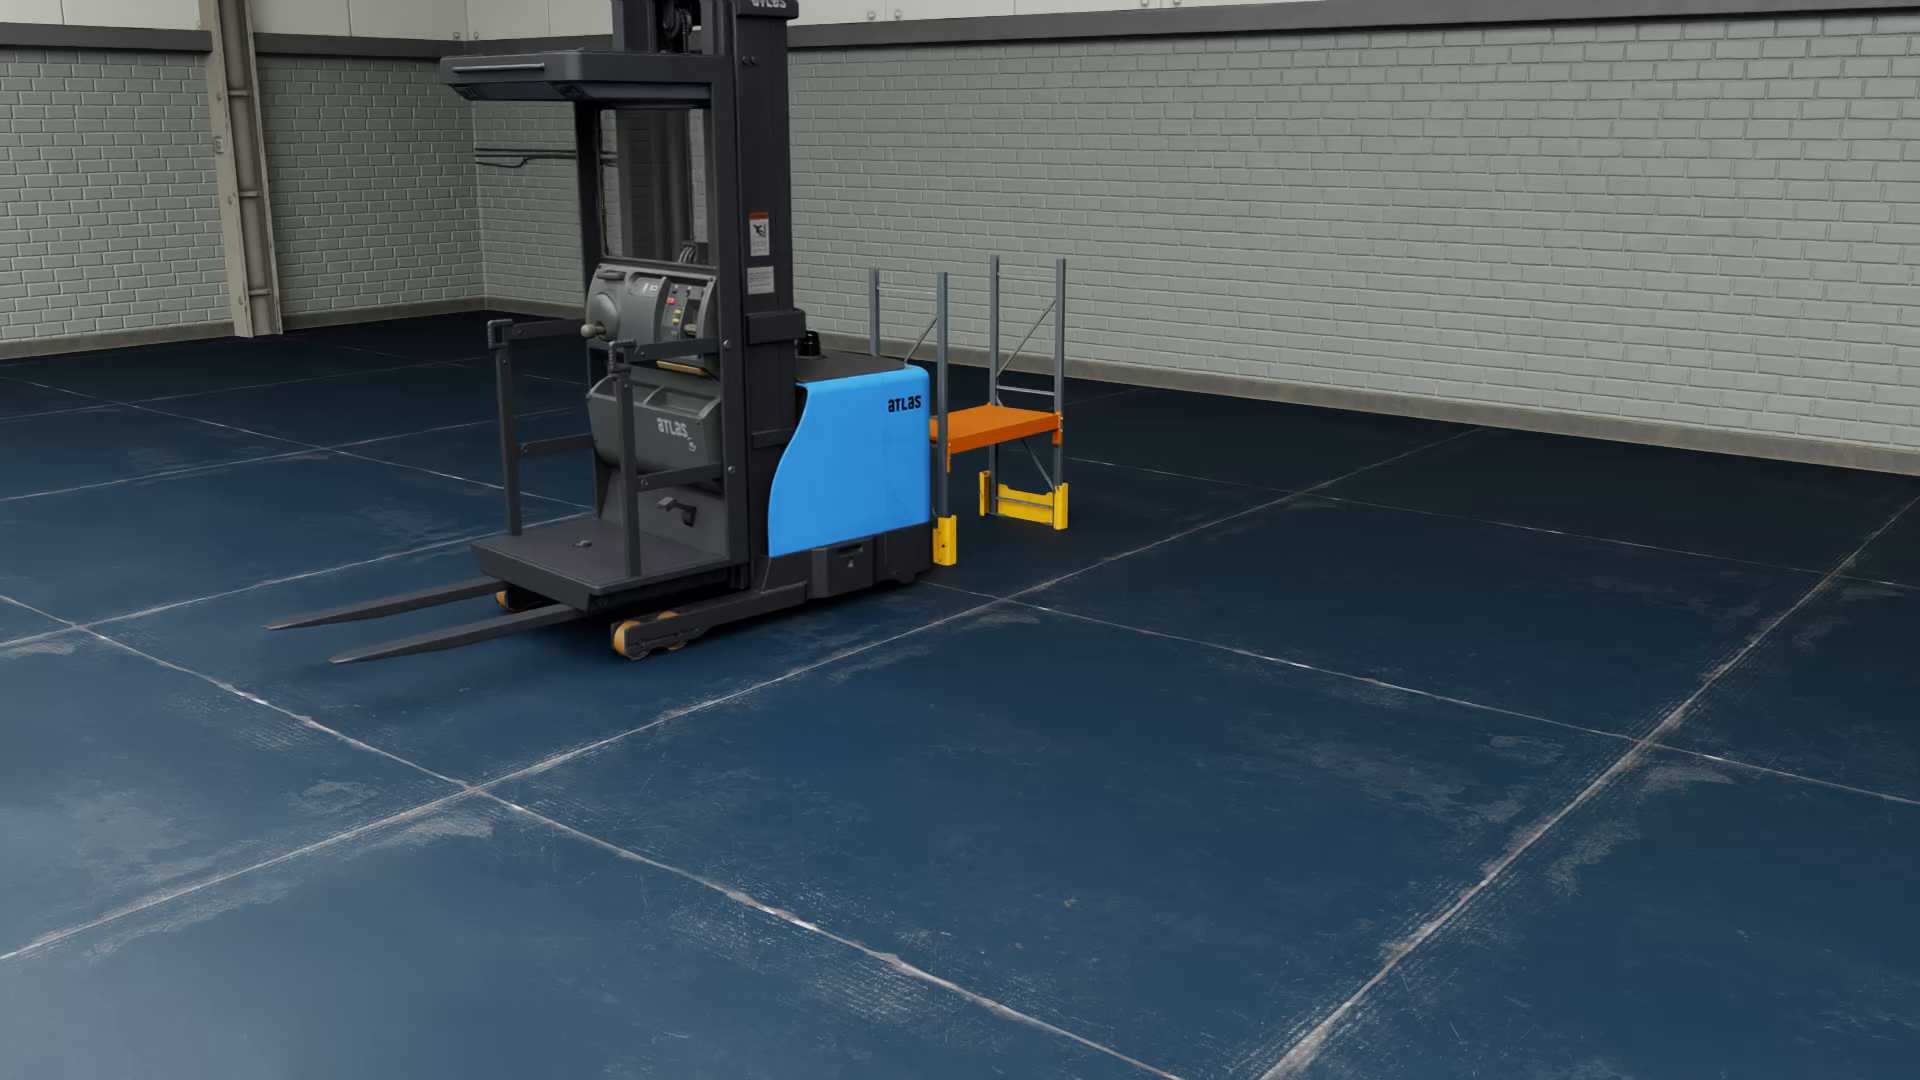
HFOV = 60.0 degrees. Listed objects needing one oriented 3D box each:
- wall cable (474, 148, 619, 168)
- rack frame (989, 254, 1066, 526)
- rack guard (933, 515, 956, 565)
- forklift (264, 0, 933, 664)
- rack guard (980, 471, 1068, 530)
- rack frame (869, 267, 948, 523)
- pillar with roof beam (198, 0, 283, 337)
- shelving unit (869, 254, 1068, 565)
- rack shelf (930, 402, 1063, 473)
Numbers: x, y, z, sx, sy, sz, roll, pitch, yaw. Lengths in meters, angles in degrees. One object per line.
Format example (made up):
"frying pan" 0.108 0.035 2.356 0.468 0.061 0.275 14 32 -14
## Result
"wall cable" -4.611 -5.411 18.454 3.097 2.526 0.112 11 18 38
"rack frame" 0.373 -0.841 9.386 0.500 1.500 0.032 11 18 38
"rack guard" -0.265 -0.040 8.774 0.587 0.250 0.087 11 18 38
"forklift" -1.541 -1.052 7.313 3.031 2.935 1.130 -13 19 -42
"rack guard" 0.361 -0.231 9.525 0.587 0.250 0.087 11 18 38
"rack frame" -0.266 -0.646 8.619 0.500 1.500 0.032 11 18 38
"pillar with roof beam" -4.143 -5.890 14.034 9.100 9.000 0.400 11 18 38
"shelving unit" 0.048 -0.742 8.996 0.587 1.500 1.083 11 18 38
"rack shelf" 0.054 -0.569 9.047 0.538 0.185 1.000 11 18 38
